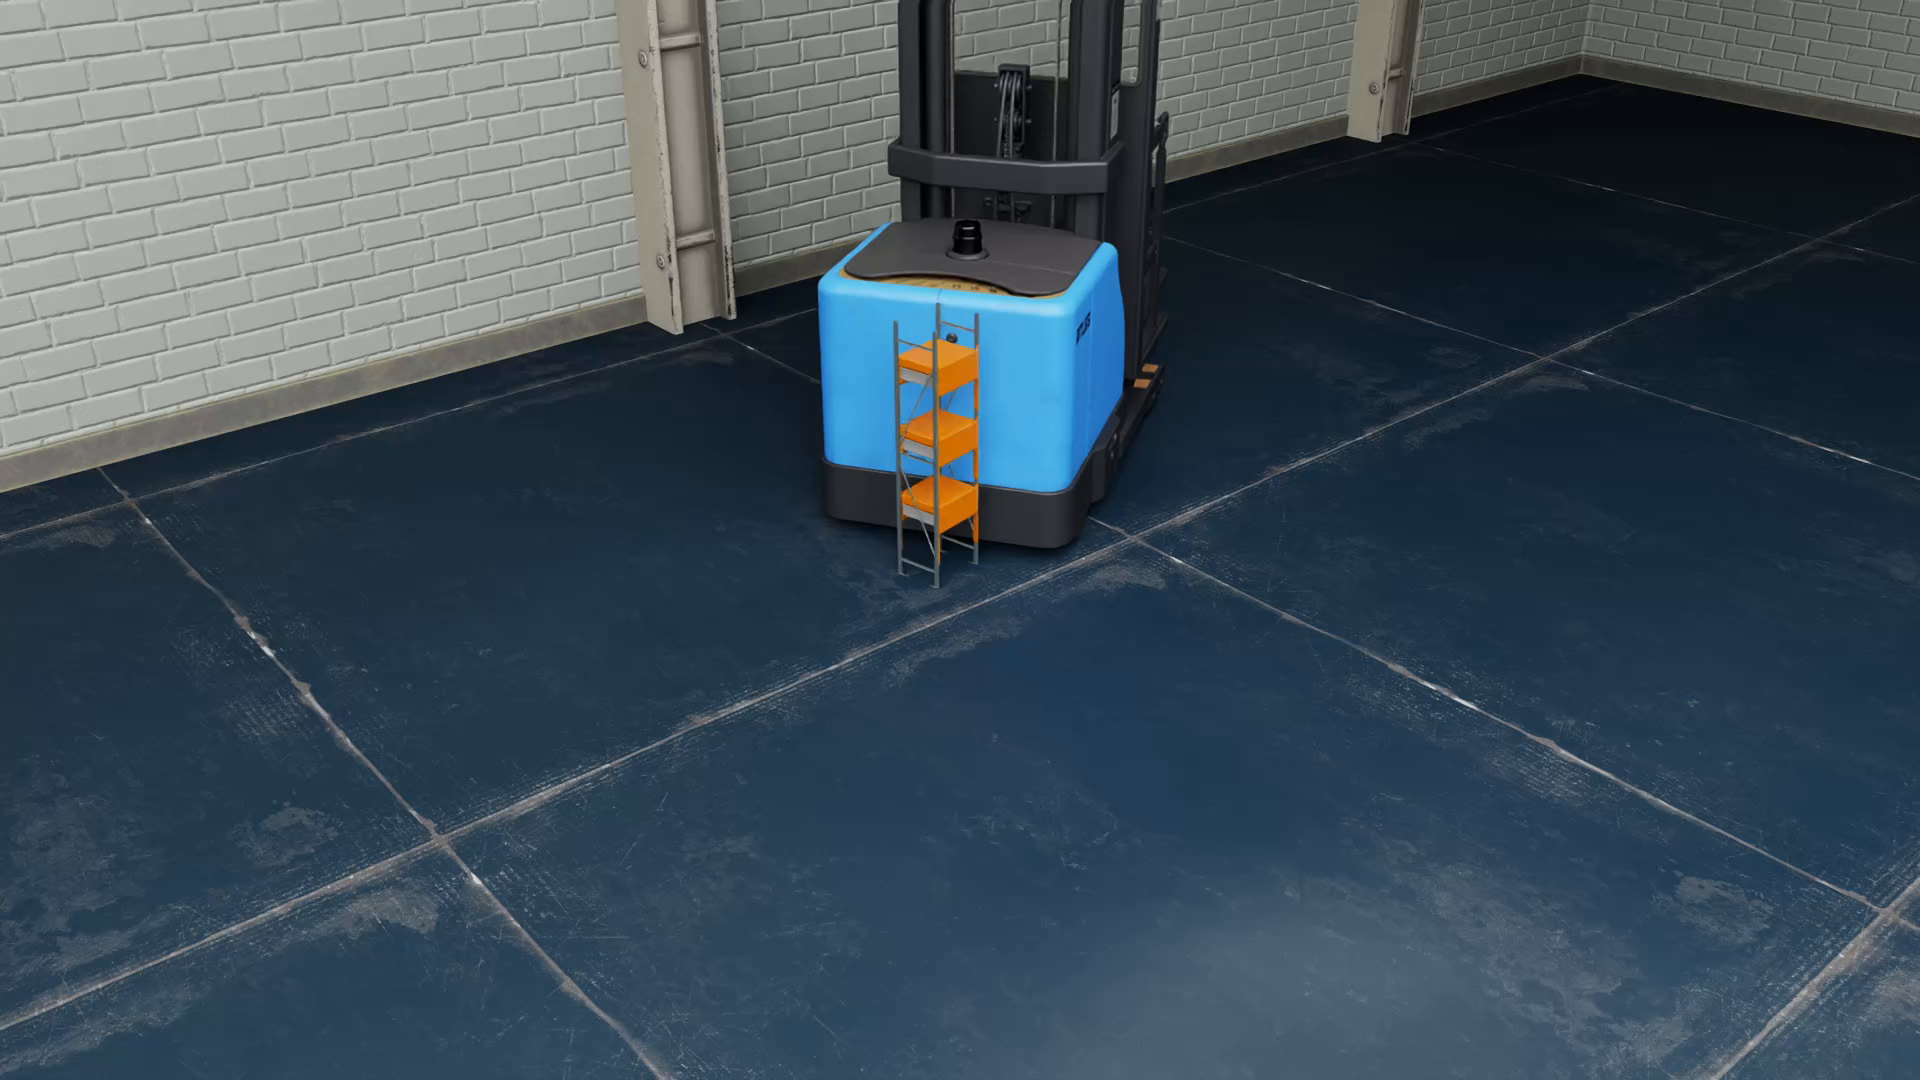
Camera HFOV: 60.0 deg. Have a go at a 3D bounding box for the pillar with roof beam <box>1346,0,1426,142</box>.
[{"bbox_3d":[5.905,-5.459,7.418,0.400,9.000,9.100,-22,35,-35],"label":"pillar with roof beam"}]

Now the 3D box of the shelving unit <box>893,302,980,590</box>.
[{"bbox_3d":[-0.085,-0.346,6.284,0.215,1.050,0.252,20,34,33],"label":"shelving unit"}]

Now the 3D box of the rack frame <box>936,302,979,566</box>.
[{"bbox_3d":[-0.010,-0.391,6.368,0.200,1.050,0.008,20,34,33],"label":"rack frame"}]

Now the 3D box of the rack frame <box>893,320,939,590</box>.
[{"bbox_3d":[-0.161,-0.301,6.199,0.200,1.050,0.008,20,34,33],"label":"rack frame"}]

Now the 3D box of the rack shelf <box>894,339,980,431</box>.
[{"bbox_3d":[-0.085,-0.587,6.155,0.215,0.259,0.240,20,34,33],"label":"rack shelf"}]

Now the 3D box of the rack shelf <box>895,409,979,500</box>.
[{"bbox_3d":[-0.085,-0.337,6.289,0.215,0.259,0.240,20,34,33],"label":"rack shelf"}]

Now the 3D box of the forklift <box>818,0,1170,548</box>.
[{"bbox_3d":[0.359,-1.938,7.266,1.130,2.935,3.031,8,29,15],"label":"forklift"}]

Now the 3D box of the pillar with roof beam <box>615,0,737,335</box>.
[{"bbox_3d":[1.341,-3.624,3.983,0.400,9.000,9.100,-22,35,-35],"label":"pillar with roof beam"}]

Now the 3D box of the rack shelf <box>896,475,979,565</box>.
[{"bbox_3d":[-0.085,-0.092,6.420,0.215,0.259,0.240,20,34,33],"label":"rack shelf"}]
